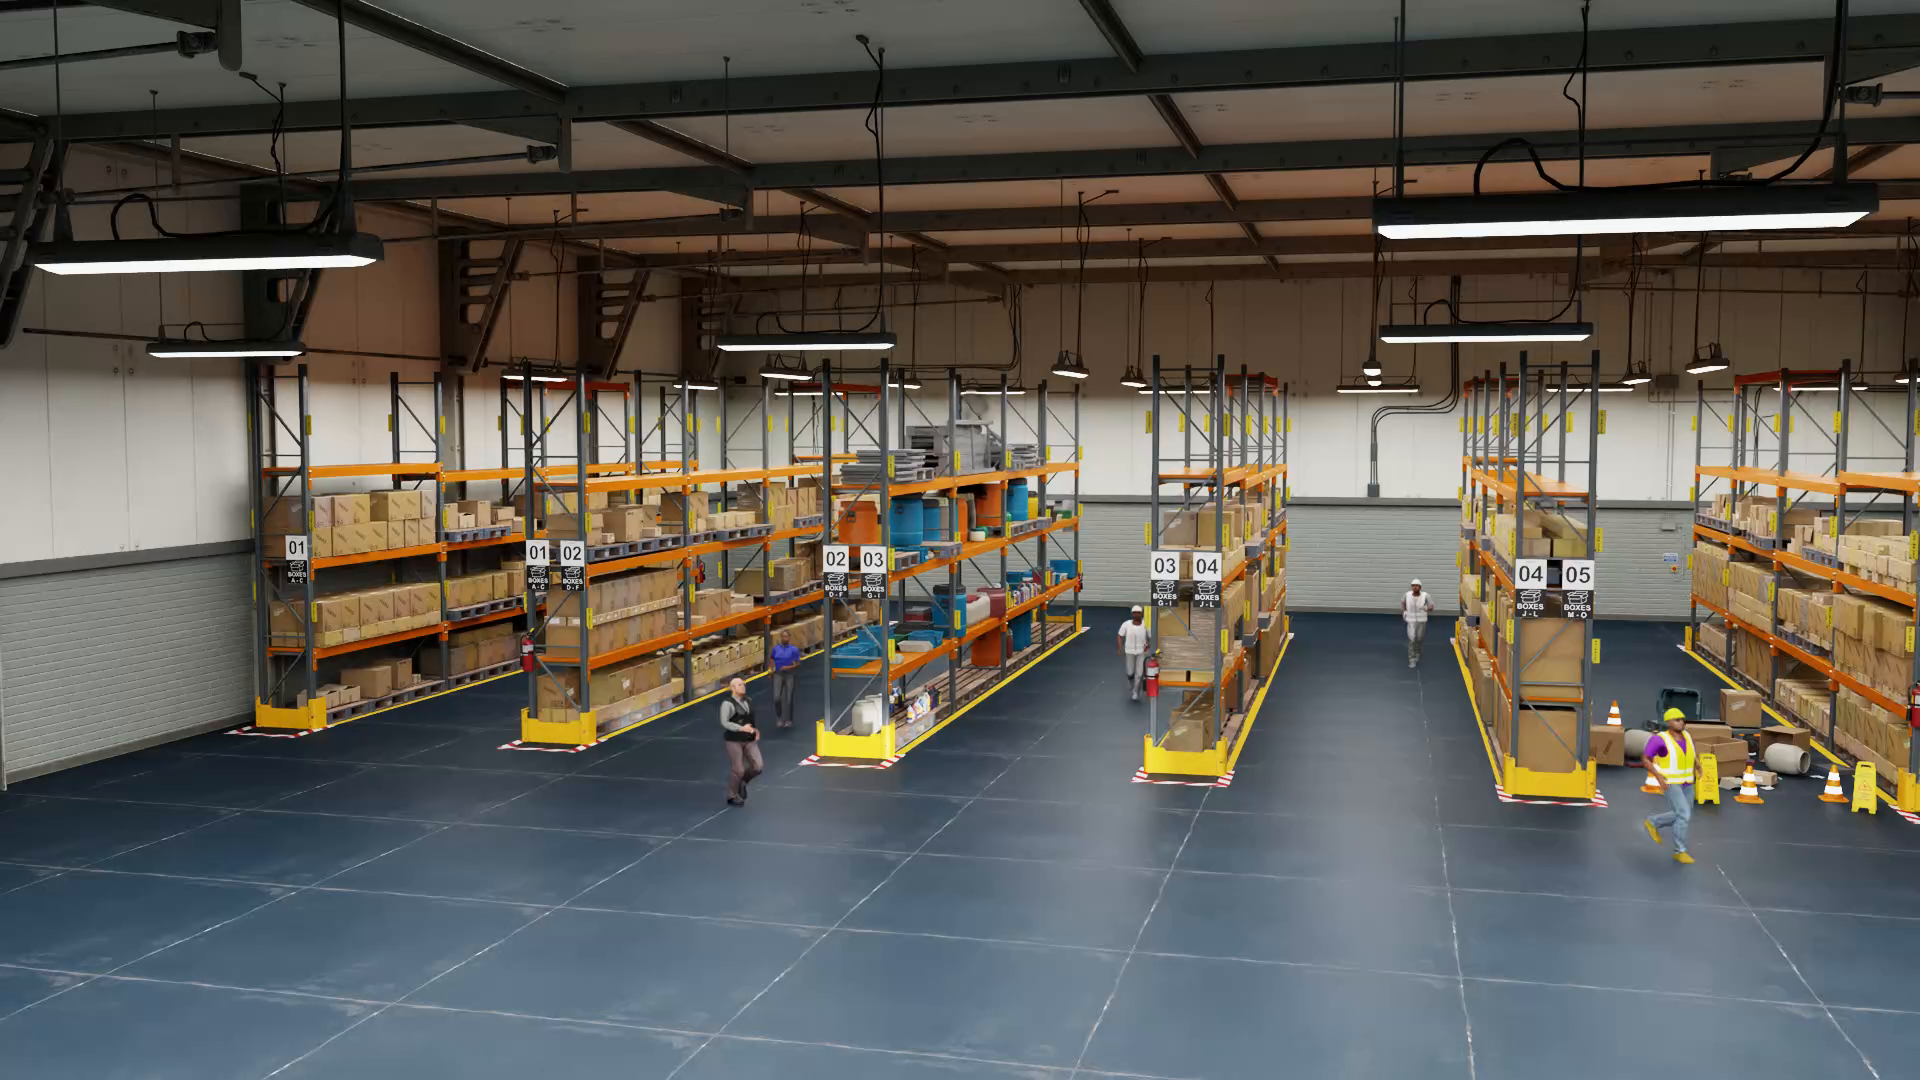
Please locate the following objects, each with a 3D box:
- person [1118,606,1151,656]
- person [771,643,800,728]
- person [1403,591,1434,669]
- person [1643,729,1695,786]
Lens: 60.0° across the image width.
[{"bbox_3d":[3.212,1.658,30.273,0.701,0.917,0.479,1,4,9],"label":"person"},{"bbox_3d":[-2.889,2.392,27.373,0.519,1.421,0.594,0,4,4],"label":"person"},{"bbox_3d":[9.527,1.856,34.620,0.625,1.563,0.877,1,4,14],"label":"person"},{"bbox_3d":[8.261,2.505,19.229,0.668,0.638,0.388,-2,4,-22],"label":"person"}]
